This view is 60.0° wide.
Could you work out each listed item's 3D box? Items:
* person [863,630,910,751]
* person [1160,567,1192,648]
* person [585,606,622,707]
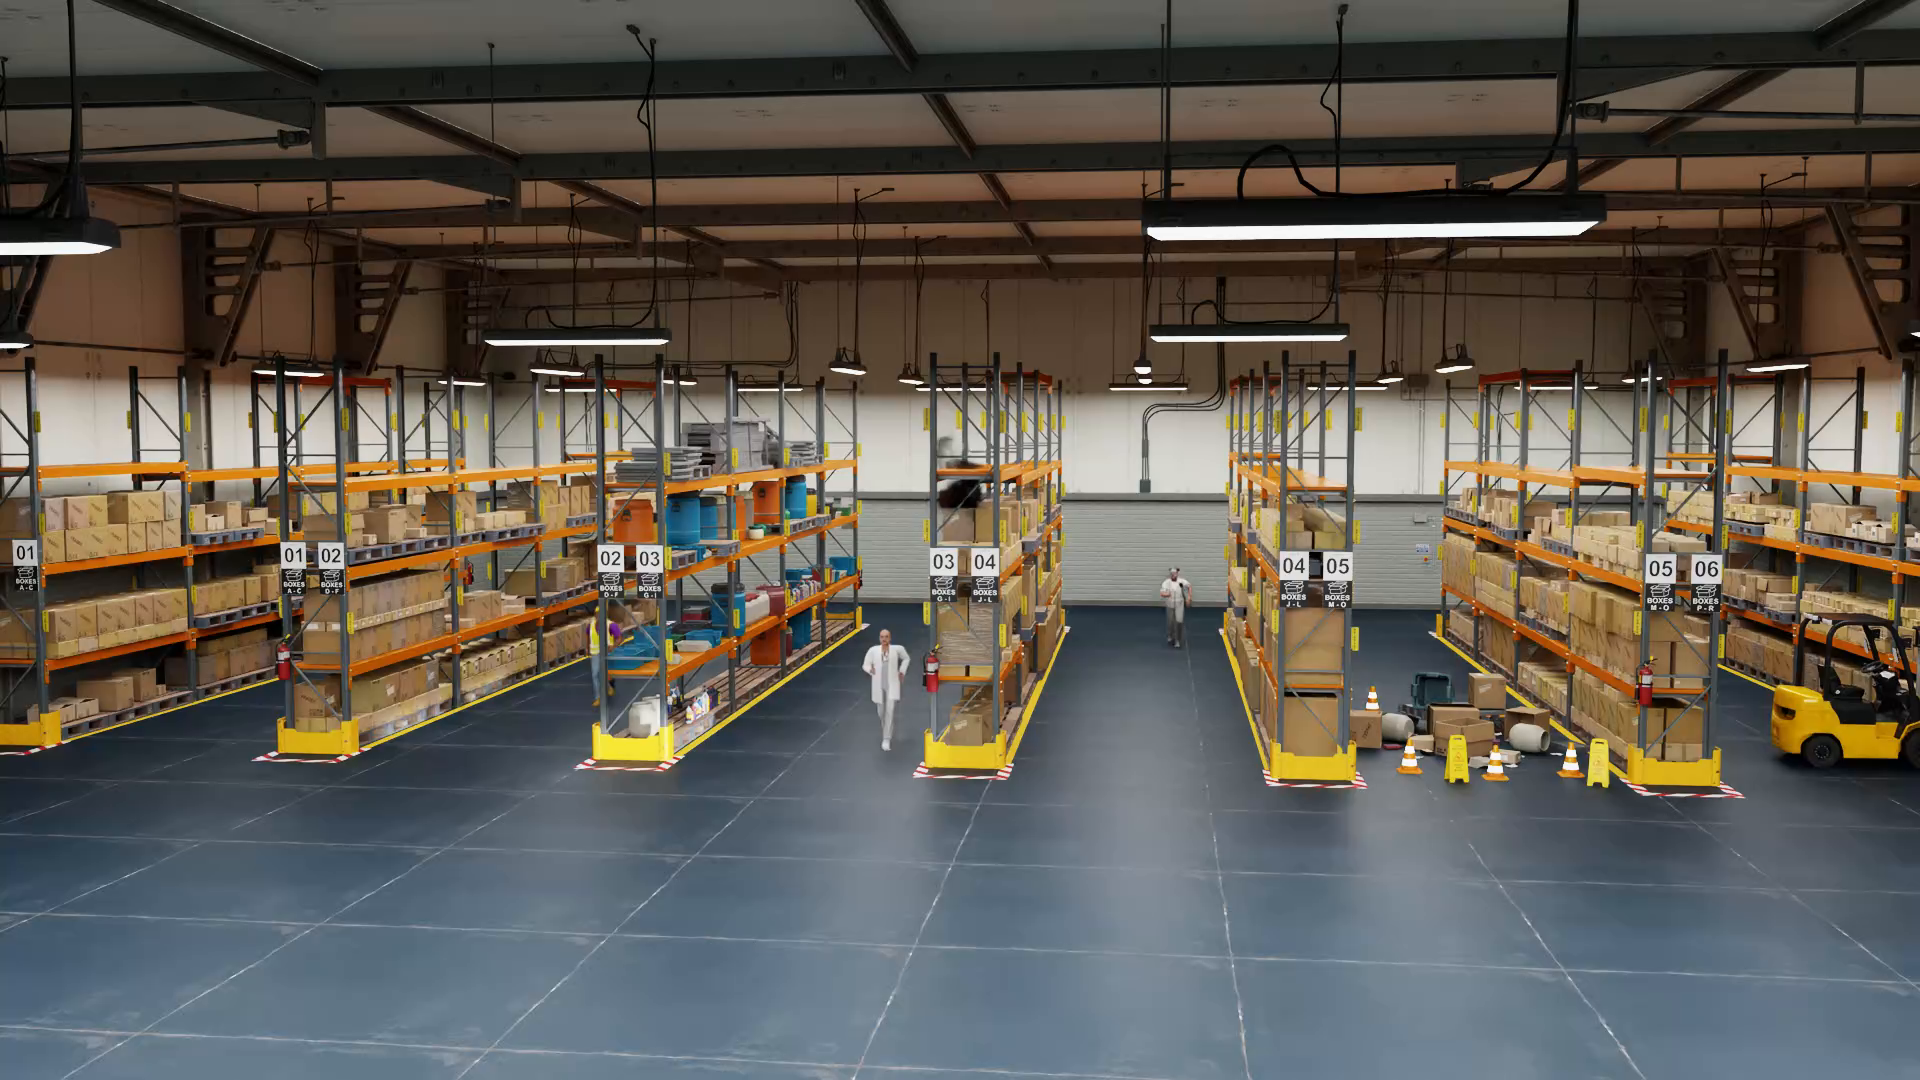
[{"bbox_3d":[-1.151,2.281,25.764,0.707,1.798,1.049,0,4,6],"label":"person"},{"bbox_3d":[4.825,1.497,37.173,0.677,1.825,0.905,1,4,13],"label":"person"},{"bbox_3d":[-6.365,2.041,29.649,0.711,1.765,0.872,0,4,4],"label":"person"}]
